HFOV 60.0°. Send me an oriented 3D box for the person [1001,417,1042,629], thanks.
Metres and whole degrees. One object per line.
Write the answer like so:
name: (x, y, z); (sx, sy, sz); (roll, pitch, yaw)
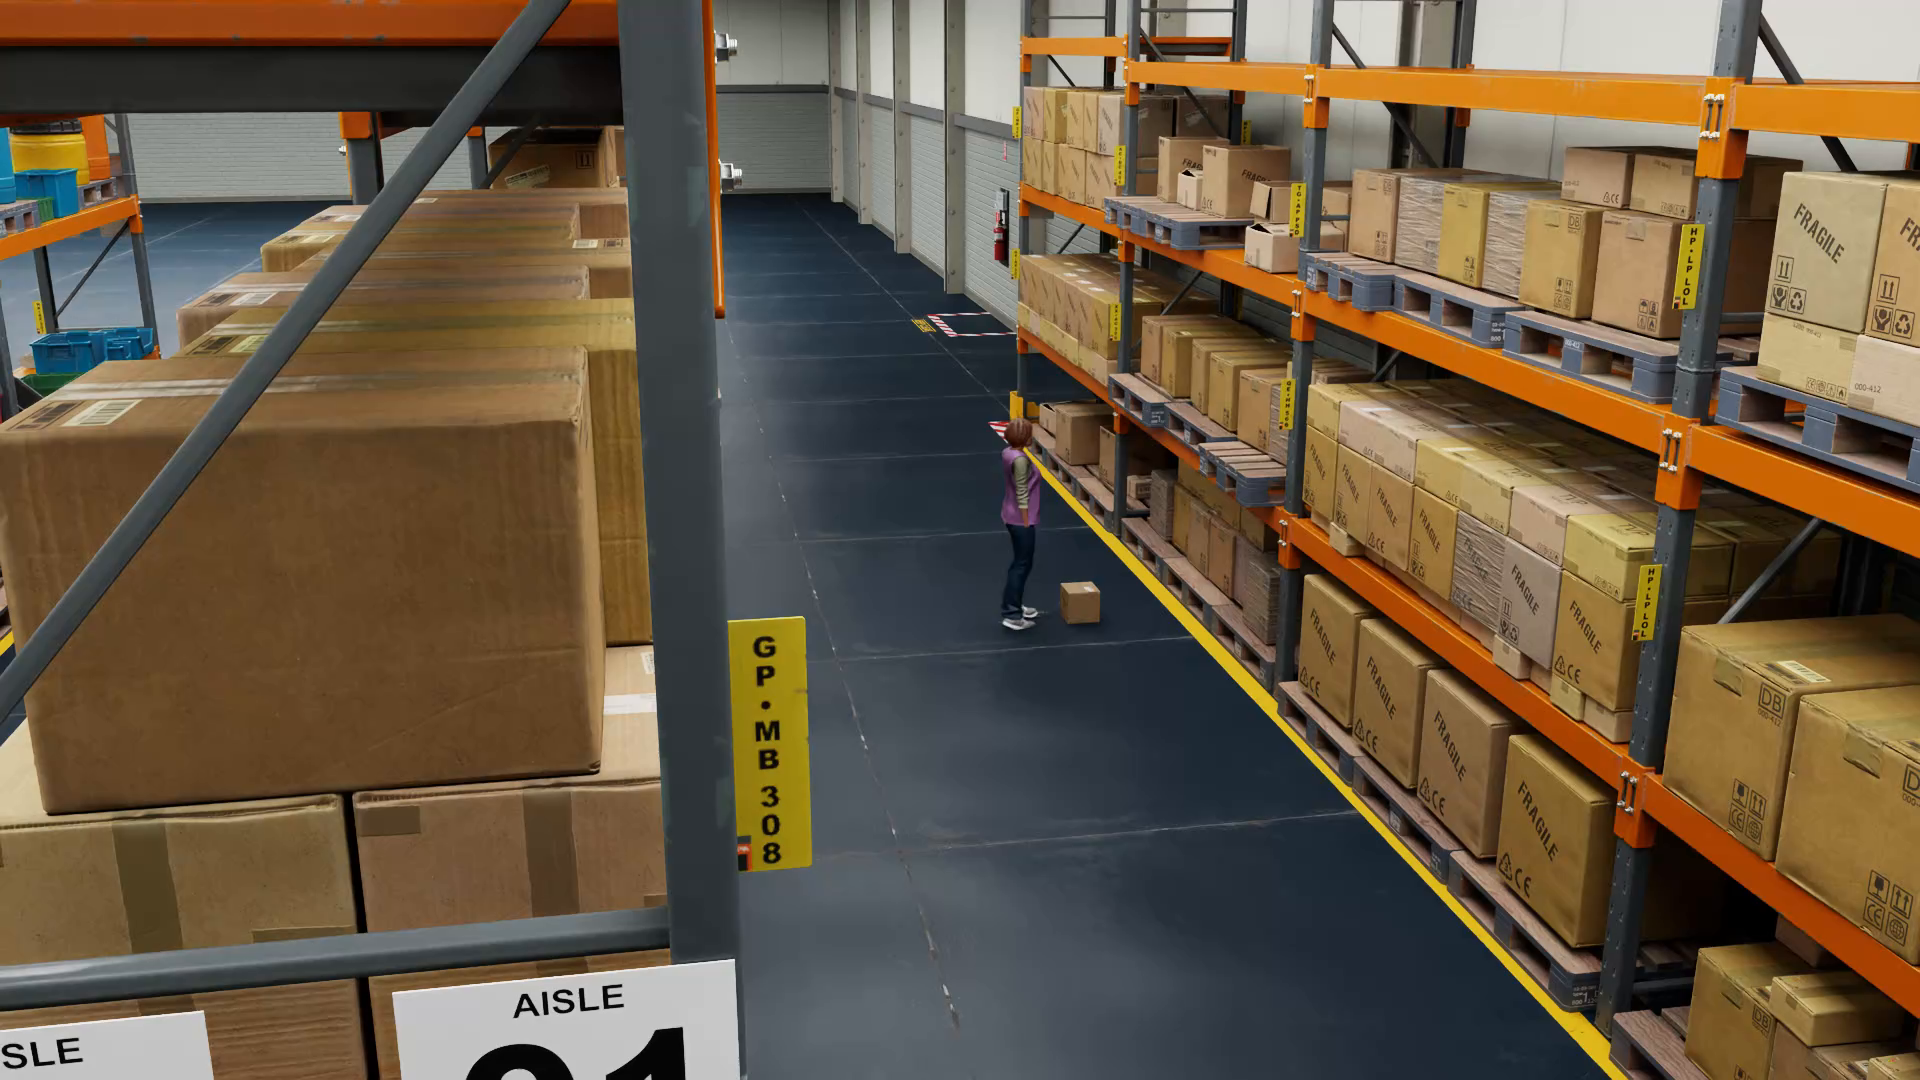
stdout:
person: (0.453, -0.129, 12.537); (0.326, 1.624, 0.406); (-3, 17, -9)
